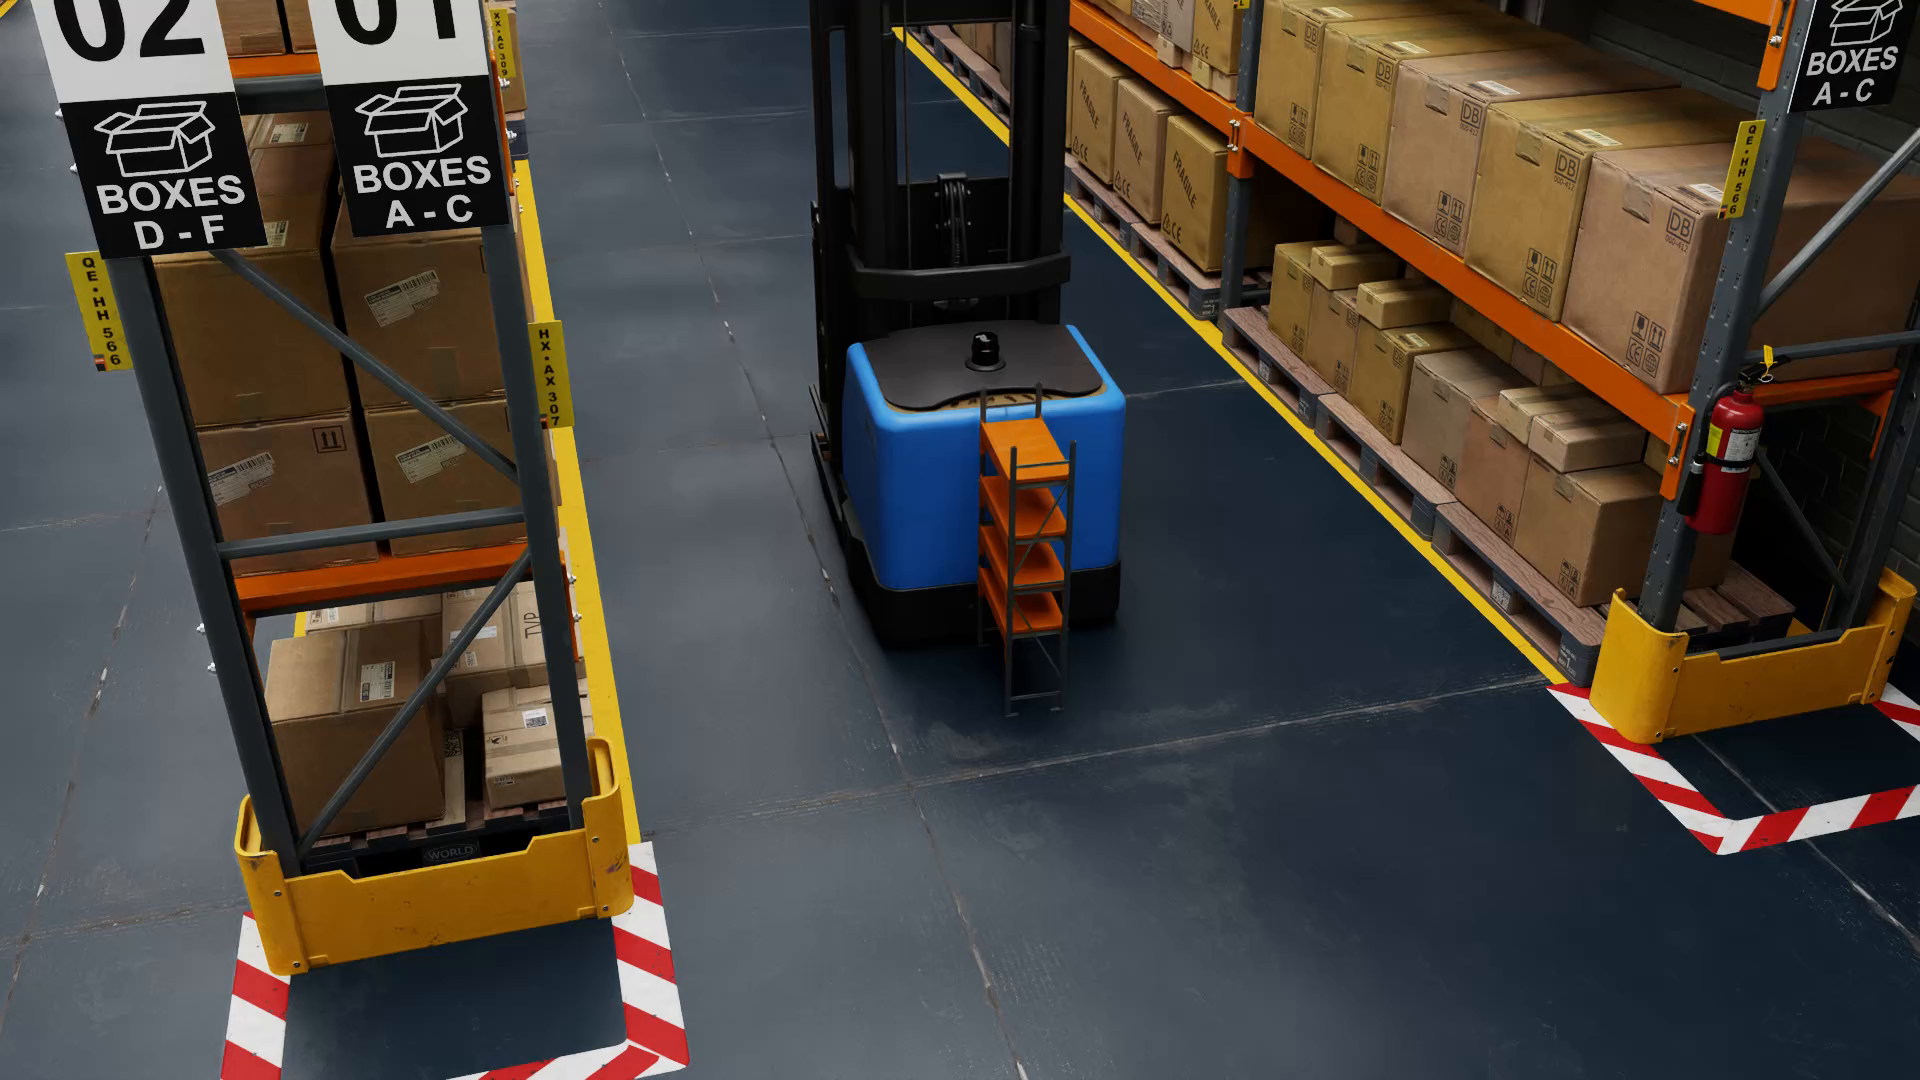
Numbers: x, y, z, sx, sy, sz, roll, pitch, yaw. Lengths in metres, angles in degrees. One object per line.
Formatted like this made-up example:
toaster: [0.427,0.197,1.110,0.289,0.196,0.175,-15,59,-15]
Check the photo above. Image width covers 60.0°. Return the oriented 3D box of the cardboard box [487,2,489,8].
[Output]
cardboard box: [-2.357,-2.214,7.483,0.500,0.500,0.500,-8,31,-13]

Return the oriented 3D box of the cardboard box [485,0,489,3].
cardboard box: [-1.690,-1.775,4.977,0.500,0.250,0.500,-8,31,-13]

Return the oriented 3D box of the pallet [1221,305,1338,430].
pallet: [2.161,-1.024,9.308,1.003,0.211,1.213,-8,31,-13]

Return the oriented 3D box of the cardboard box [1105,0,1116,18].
cardboard box: [1.205,-3.633,11.263,0.380,0.149,0.250,-7,31,-13]

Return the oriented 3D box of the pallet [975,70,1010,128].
pallet: [0.767,-3.711,13.951,1.003,0.211,1.213,-8,31,-13]

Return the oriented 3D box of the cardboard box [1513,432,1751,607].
cardboard box: [2.814,-0.101,7.007,0.700,0.500,0.500,-8,31,-13]

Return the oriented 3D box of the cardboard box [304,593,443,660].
cardboard box: [-2.284,0.291,6.559,0.500,0.250,0.500,-8,31,-13]

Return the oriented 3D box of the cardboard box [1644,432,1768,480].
cardboard box: [3.040,-0.348,6.786,0.380,0.149,0.250,-8,31,-13]

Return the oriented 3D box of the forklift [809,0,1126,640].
forklift: [-0.134,-1.577,7.549,1.130,2.935,3.031,-6,31,-11]

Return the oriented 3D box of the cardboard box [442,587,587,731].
cardboard box: [-1.682,0.442,6.298,0.500,0.250,0.500,-8,31,-13]

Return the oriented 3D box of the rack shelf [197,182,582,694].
rack shelf: [-2.210,-0.671,6.633,1.077,0.370,4.000,-8,31,-13]

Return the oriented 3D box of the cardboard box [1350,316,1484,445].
cardboard box: [2.398,-0.842,8.287,0.700,0.500,0.500,-7,31,-12]

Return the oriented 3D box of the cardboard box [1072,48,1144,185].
cardboard box: [1.268,-2.995,11.657,0.750,0.750,0.750,-8,31,-14]

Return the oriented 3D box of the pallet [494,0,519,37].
pallet: [-3.555,-3.479,10.958,1.213,0.211,1.003,-8,31,-13]

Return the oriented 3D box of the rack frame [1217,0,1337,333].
rack frame: [2.035,-2.608,9.262,1.000,3.000,0.127,-8,31,-13]

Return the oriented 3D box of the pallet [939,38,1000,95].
pallet: [0.447,-4.299,14.967,1.003,0.211,1.213,-8,31,-13]

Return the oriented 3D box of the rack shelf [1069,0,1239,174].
rack shelf: [1.504,-3.263,11.111,1.077,0.370,4.000,-8,31,-13]

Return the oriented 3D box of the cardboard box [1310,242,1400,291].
cardboard box: [2.049,-1.425,8.646,0.380,0.149,0.250,-7,31,-12]

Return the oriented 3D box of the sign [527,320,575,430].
sign: [-1.156,-0.463,4.691,0.100,0.325,0.005,-8,31,-13]

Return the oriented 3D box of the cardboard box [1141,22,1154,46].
cardboard box: [1.377,-3.253,10.607,0.380,0.149,0.250,-9,31,-15]

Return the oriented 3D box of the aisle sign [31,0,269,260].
aisle sign: [-1.956,-1.068,4.005,0.394,0.787,0.004,-8,31,-13]

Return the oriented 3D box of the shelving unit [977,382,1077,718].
shelving unit: [0.245,0.046,6.462,0.258,1.200,0.503,-6,32,-10]

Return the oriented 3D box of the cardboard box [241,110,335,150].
cardboard box: [-2.339,-1.164,5.669,0.500,0.500,0.500,-7,31,-12]

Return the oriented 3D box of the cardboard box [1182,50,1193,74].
cardboard box: [1.557,-2.884,9.969,0.380,0.149,0.250,-7,31,-12]

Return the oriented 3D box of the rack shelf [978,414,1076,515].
rack shelf: [0.247,-0.290,6.258,0.258,0.148,0.480,-6,32,-10]

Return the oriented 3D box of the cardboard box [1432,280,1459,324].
cardboard box: [2.566,-1.207,8.270,0.380,0.149,0.250,-8,31,-13]

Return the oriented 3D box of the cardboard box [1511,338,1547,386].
cardboard box: [2.771,-0.836,7.629,0.380,0.149,0.250,-7,31,-13]

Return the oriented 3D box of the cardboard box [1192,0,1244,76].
cardboard box: [1.669,-2.979,9.485,0.500,0.500,0.500,-8,31,-14]

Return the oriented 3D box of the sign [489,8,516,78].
sign: [-2.219,-2.399,8.035,0.100,0.325,0.005,-8,31,-13]

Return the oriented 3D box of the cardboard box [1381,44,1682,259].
cardboard box: [2.554,-1.771,7.515,0.980,0.700,0.700,-9,31,-16]

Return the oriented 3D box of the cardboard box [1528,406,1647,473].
cardboard box: [2.604,-0.420,6.909,0.380,0.149,0.250,-8,31,-14]

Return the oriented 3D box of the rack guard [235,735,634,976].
rack guard: [-1.699,1.029,5.473,1.175,0.500,0.348,-8,31,-13]

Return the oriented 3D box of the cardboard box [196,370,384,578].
cardboard box: [-2.060,-0.239,5.070,0.500,0.500,0.500,-7,31,-12]

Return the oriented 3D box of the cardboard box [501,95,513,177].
cardboard box: [-1.816,-1.235,5.792,0.500,0.500,0.500,-7,31,-13]

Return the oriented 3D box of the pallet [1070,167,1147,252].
pallet: [1.430,-2.355,11.607,1.003,0.211,1.213,-8,31,-13]

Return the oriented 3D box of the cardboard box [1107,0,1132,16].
cardboard box: [1.261,-3.708,10.745,0.500,0.500,0.500,-7,31,-12]

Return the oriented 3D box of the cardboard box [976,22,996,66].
cardboard box: [0.548,-4.490,14.569,0.700,0.500,0.500,-8,31,-14]

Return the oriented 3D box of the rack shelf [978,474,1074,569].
rack shelf: [0.246,-0.088,6.381,0.258,0.148,0.480,-6,32,-10]

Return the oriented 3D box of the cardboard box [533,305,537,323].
cardboard box: [-2.316,-0.819,8.227,0.500,0.500,0.500,-8,31,-13]
